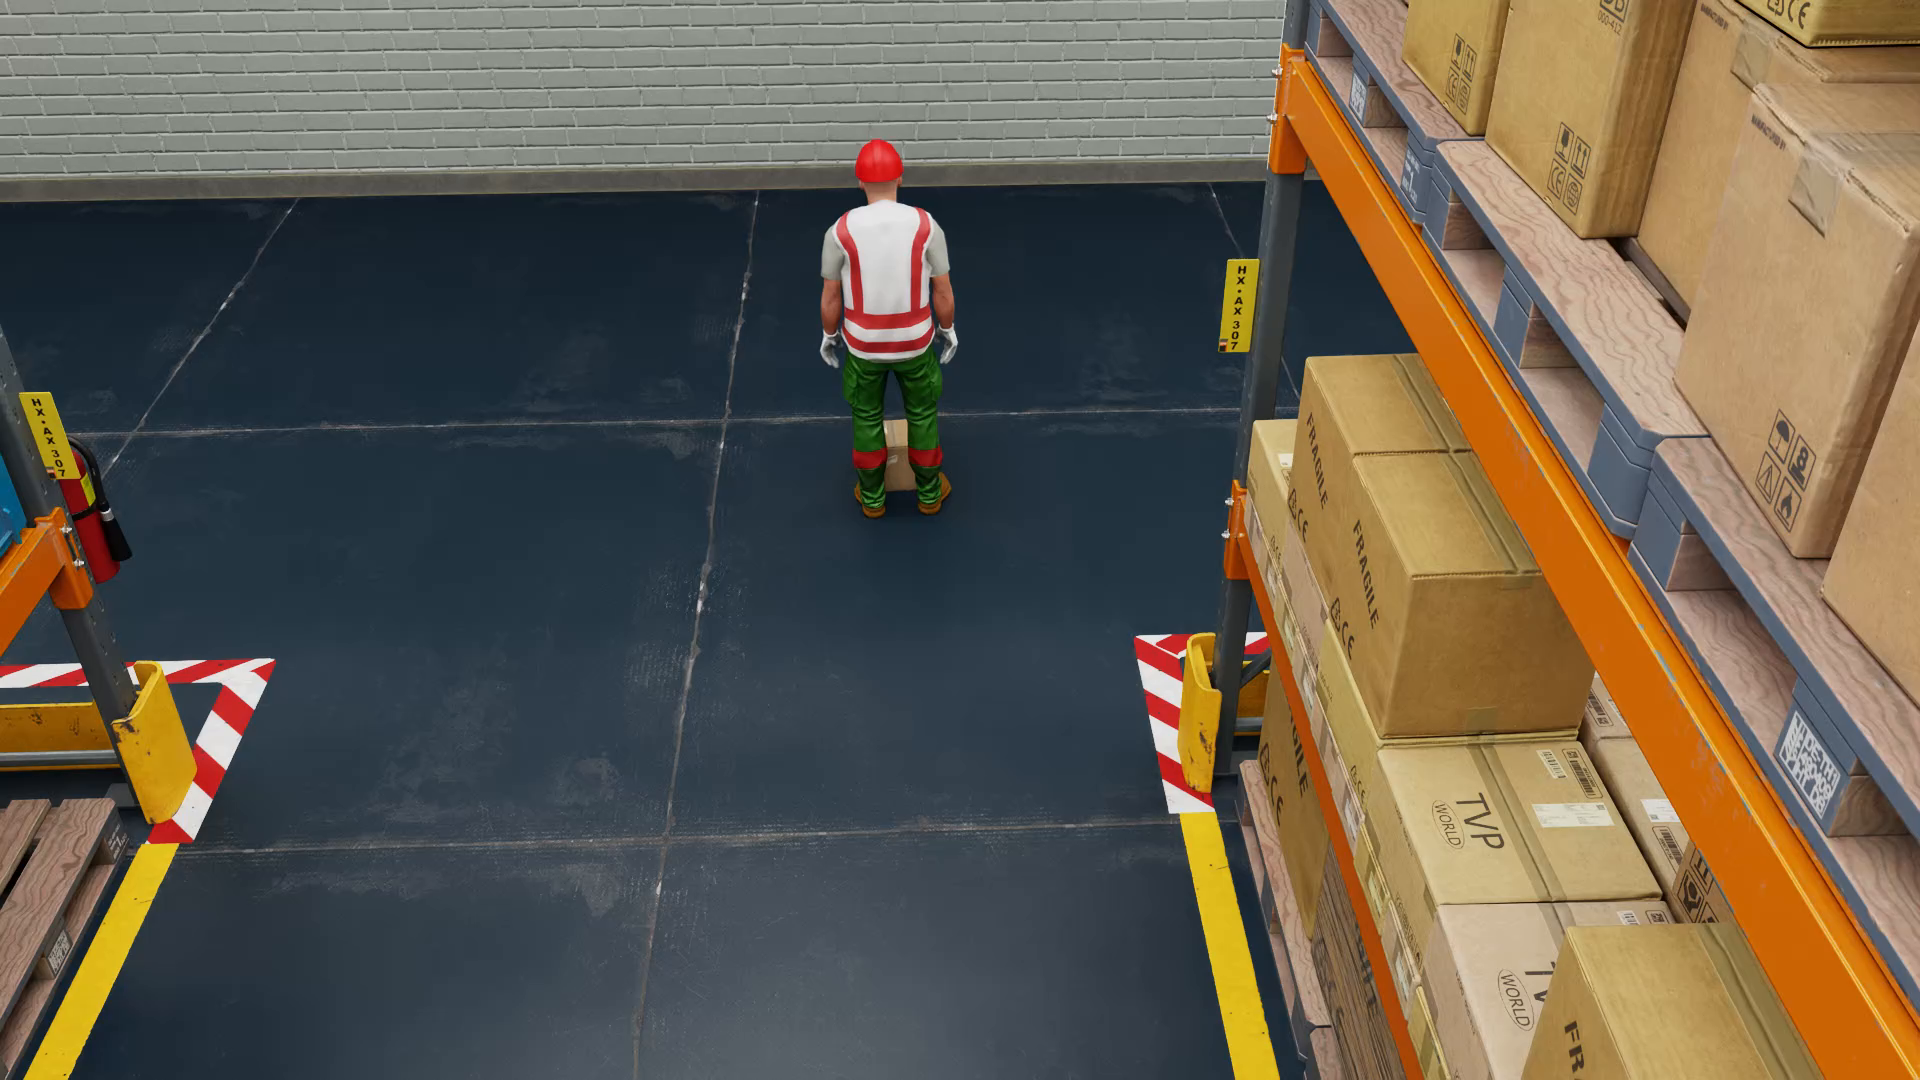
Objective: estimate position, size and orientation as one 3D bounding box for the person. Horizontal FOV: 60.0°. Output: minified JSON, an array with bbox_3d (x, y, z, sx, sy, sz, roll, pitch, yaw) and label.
[{"bbox_3d":[-0.317,-0.908,7.433,0.617,1.778,0.456,-2,35,-3],"label":"person"}]
